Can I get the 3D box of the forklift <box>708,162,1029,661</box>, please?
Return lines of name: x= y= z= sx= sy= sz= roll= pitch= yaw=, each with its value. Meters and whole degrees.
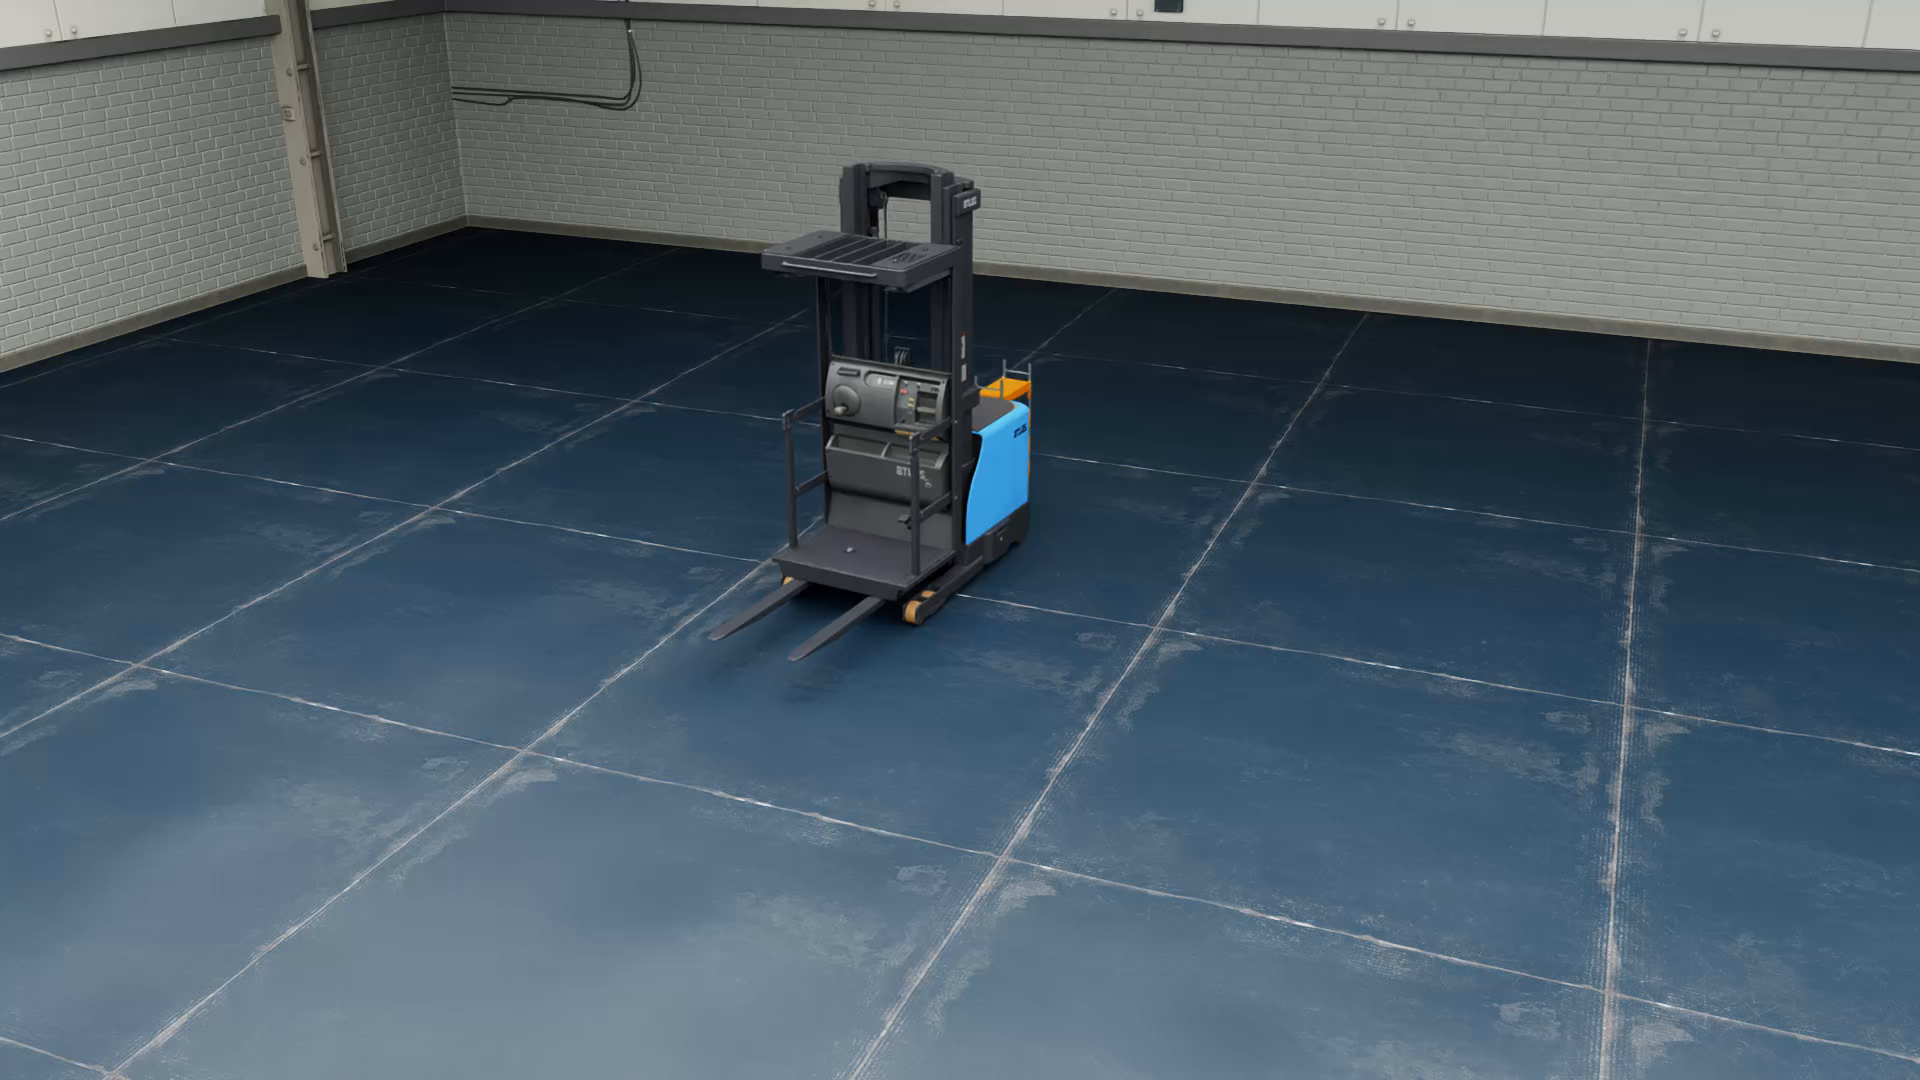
forklift: x=-0.610 y=-0.970 z=11.269 sx=1.130 sy=2.935 sz=3.031 roll=12 pitch=25 yaw=26

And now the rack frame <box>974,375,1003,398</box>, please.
rack frame: x=0.217 y=-0.672 z=12.802 sx=0.240 sy=1.200 sz=0.015 roll=12 pitch=25 yaw=26

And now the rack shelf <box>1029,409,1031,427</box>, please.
rack shelf: x=0.332 y=-0.899 z=12.940 sx=0.258 sy=0.148 sz=0.480 roll=12 pitch=25 yaw=26

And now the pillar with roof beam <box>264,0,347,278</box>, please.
pillar with roof beam: x=-3.876 y=-6.849 z=17.471 sx=9.100 sy=9.000 sz=0.400 roll=9 pitch=24 yaw=20

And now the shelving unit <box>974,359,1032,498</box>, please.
shelving unit: x=0.332 y=-0.755 z=13.001 sx=0.258 sy=1.200 sz=0.503 roll=12 pitch=25 yaw=26

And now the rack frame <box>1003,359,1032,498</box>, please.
rack frame: x=0.447 y=-0.838 z=13.199 sx=0.240 sy=1.200 sz=0.015 roll=12 pitch=25 yaw=26

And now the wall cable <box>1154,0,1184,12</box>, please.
wall cable: x=3.257 y=-8.534 z=17.094 sx=2.305 sy=6.003 sz=0.169 roll=9 pitch=24 yaw=20

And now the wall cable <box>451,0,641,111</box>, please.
wall cable: x=-5.551 y=-6.897 z=21.616 sx=3.097 sy=2.526 sz=0.112 roll=9 pitch=24 yaw=20

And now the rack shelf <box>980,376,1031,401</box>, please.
rack shelf: x=0.332 y=-1.118 z=12.849 sx=0.258 sy=0.148 sz=0.480 roll=12 pitch=25 yaw=26

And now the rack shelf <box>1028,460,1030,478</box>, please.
rack shelf: x=0.332 y=-0.510 z=13.103 sx=0.258 sy=0.148 sz=0.480 roll=12 pitch=25 yaw=26

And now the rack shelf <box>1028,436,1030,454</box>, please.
rack shelf: x=0.332 y=-0.693 z=13.027 sx=0.258 sy=0.148 sz=0.480 roll=12 pitch=25 yaw=26
